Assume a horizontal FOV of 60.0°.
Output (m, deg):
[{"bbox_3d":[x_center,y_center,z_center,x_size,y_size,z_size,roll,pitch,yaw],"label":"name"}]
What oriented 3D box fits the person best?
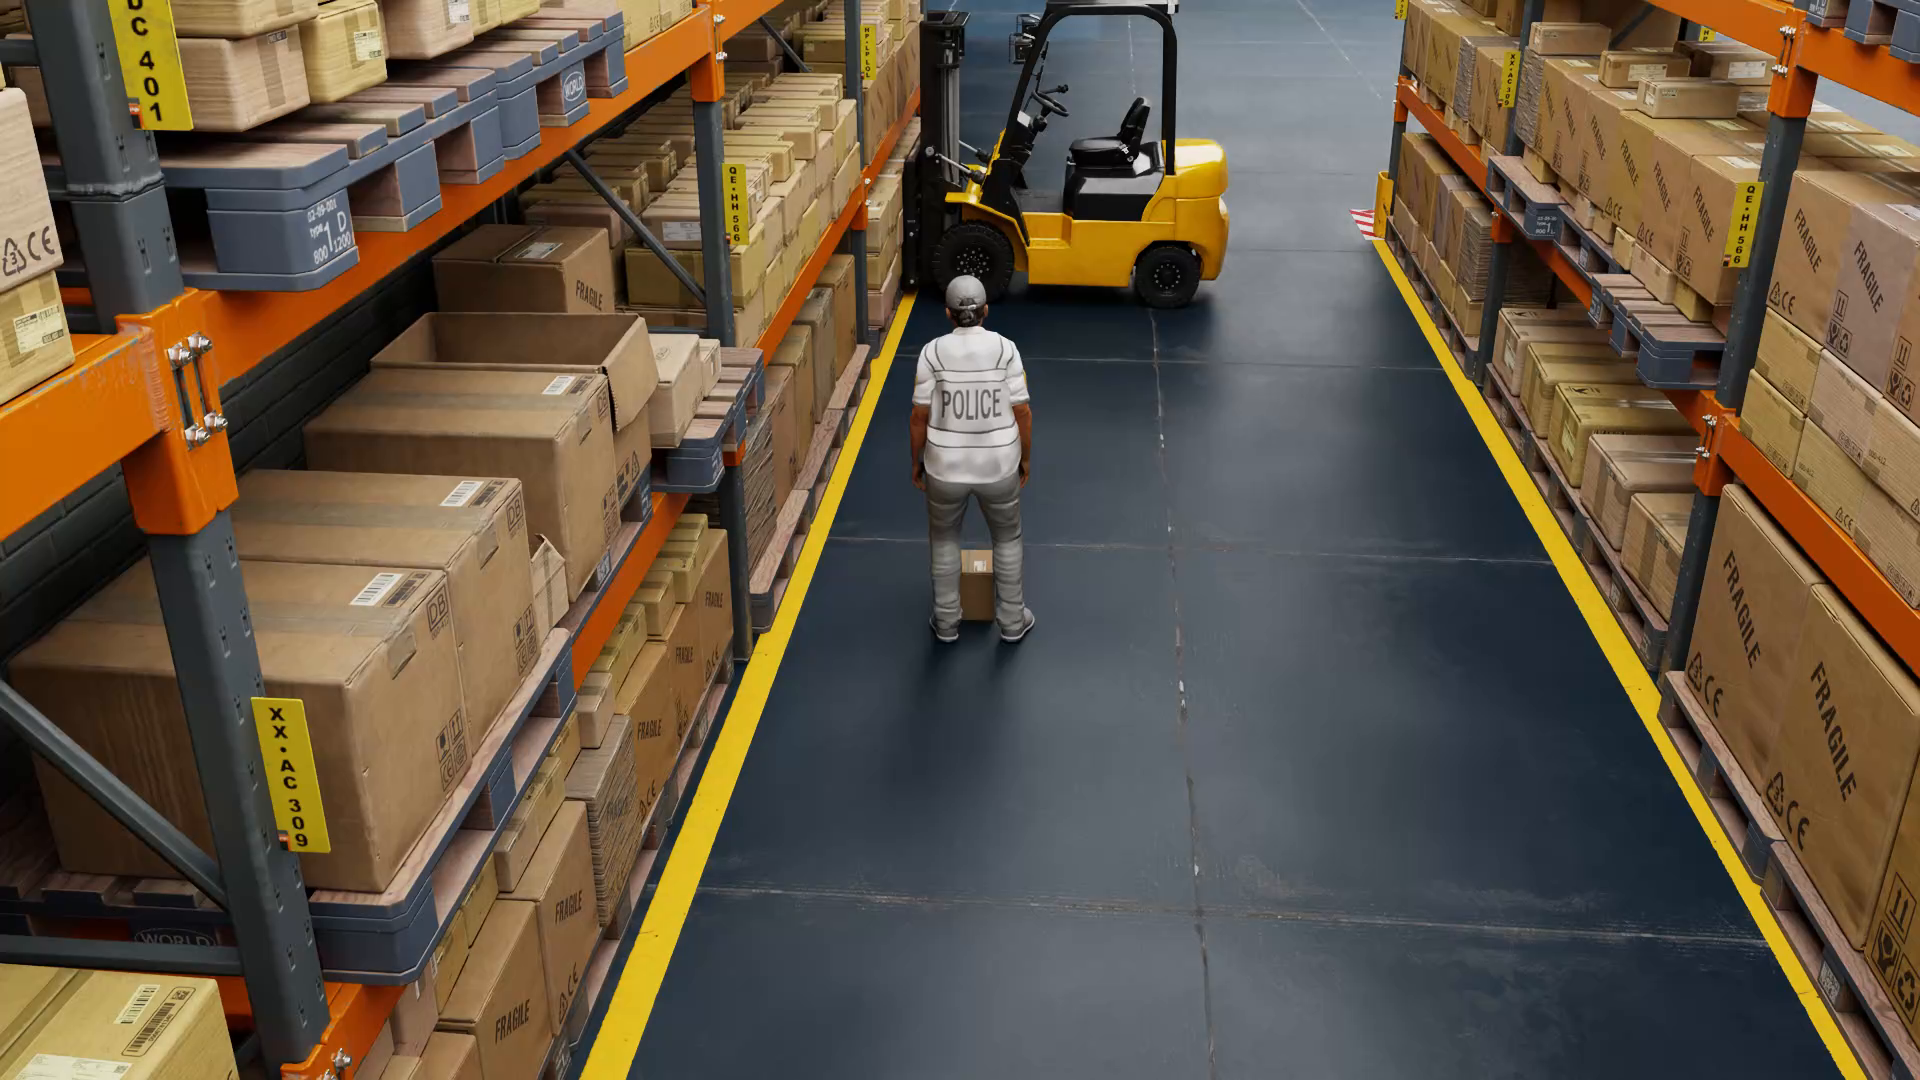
[{"bbox_3d":[0.064,-0.336,7.328,0.566,1.667,0.465,0,25,-1],"label":"person"}]
